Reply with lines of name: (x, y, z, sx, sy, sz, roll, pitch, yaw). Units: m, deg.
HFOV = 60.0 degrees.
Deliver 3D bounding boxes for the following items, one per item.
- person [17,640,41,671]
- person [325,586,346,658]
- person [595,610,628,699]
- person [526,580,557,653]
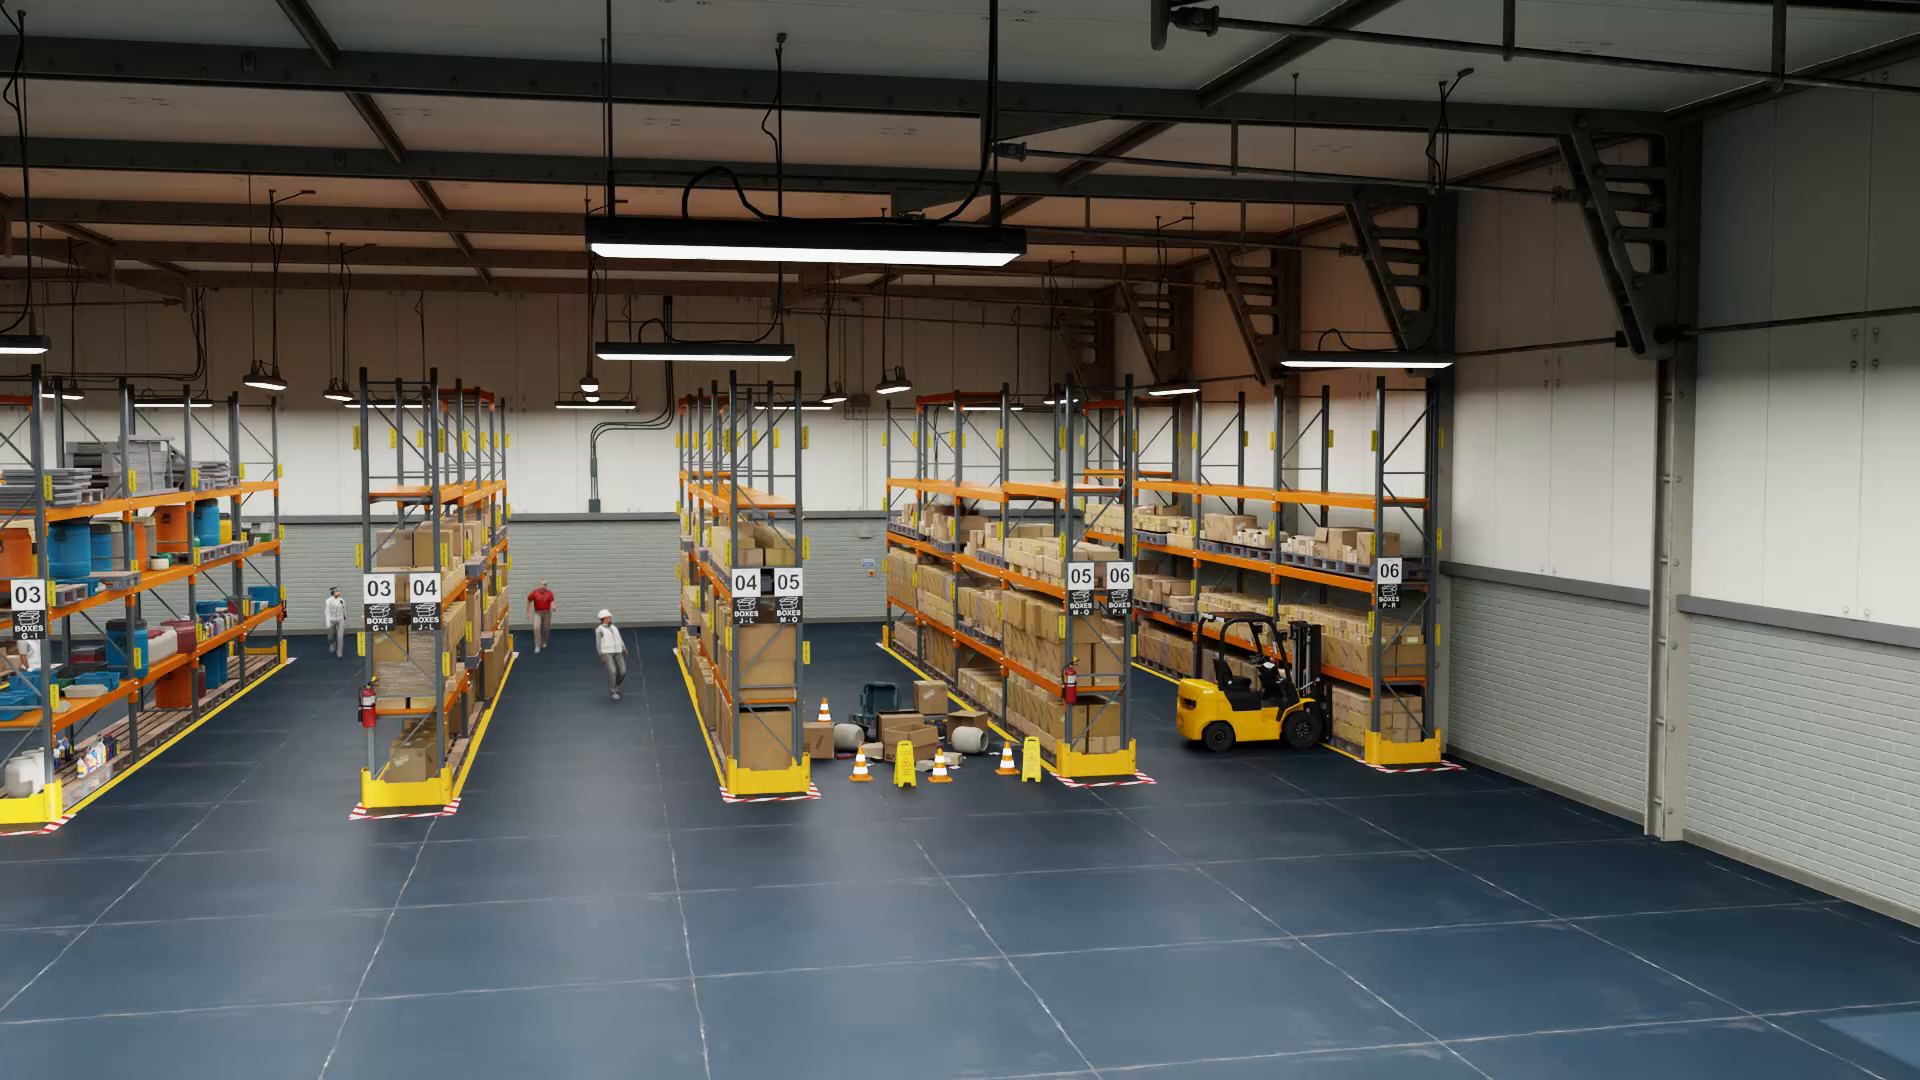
person: (-16.558, 2.350, 29.823, 0.589, 1.824, 0.657, 2, 4, 26)
person: (-14.464, 1.870, 38.549, 0.448, 1.652, 0.707, -1, 4, -15)
person: (-6.803, 2.232, 32.598, 0.590, 1.720, 0.683, -3, 4, -40)
person: (-10.007, 1.809, 39.768, 0.705, 1.716, 0.985, -1, 3, -13)
